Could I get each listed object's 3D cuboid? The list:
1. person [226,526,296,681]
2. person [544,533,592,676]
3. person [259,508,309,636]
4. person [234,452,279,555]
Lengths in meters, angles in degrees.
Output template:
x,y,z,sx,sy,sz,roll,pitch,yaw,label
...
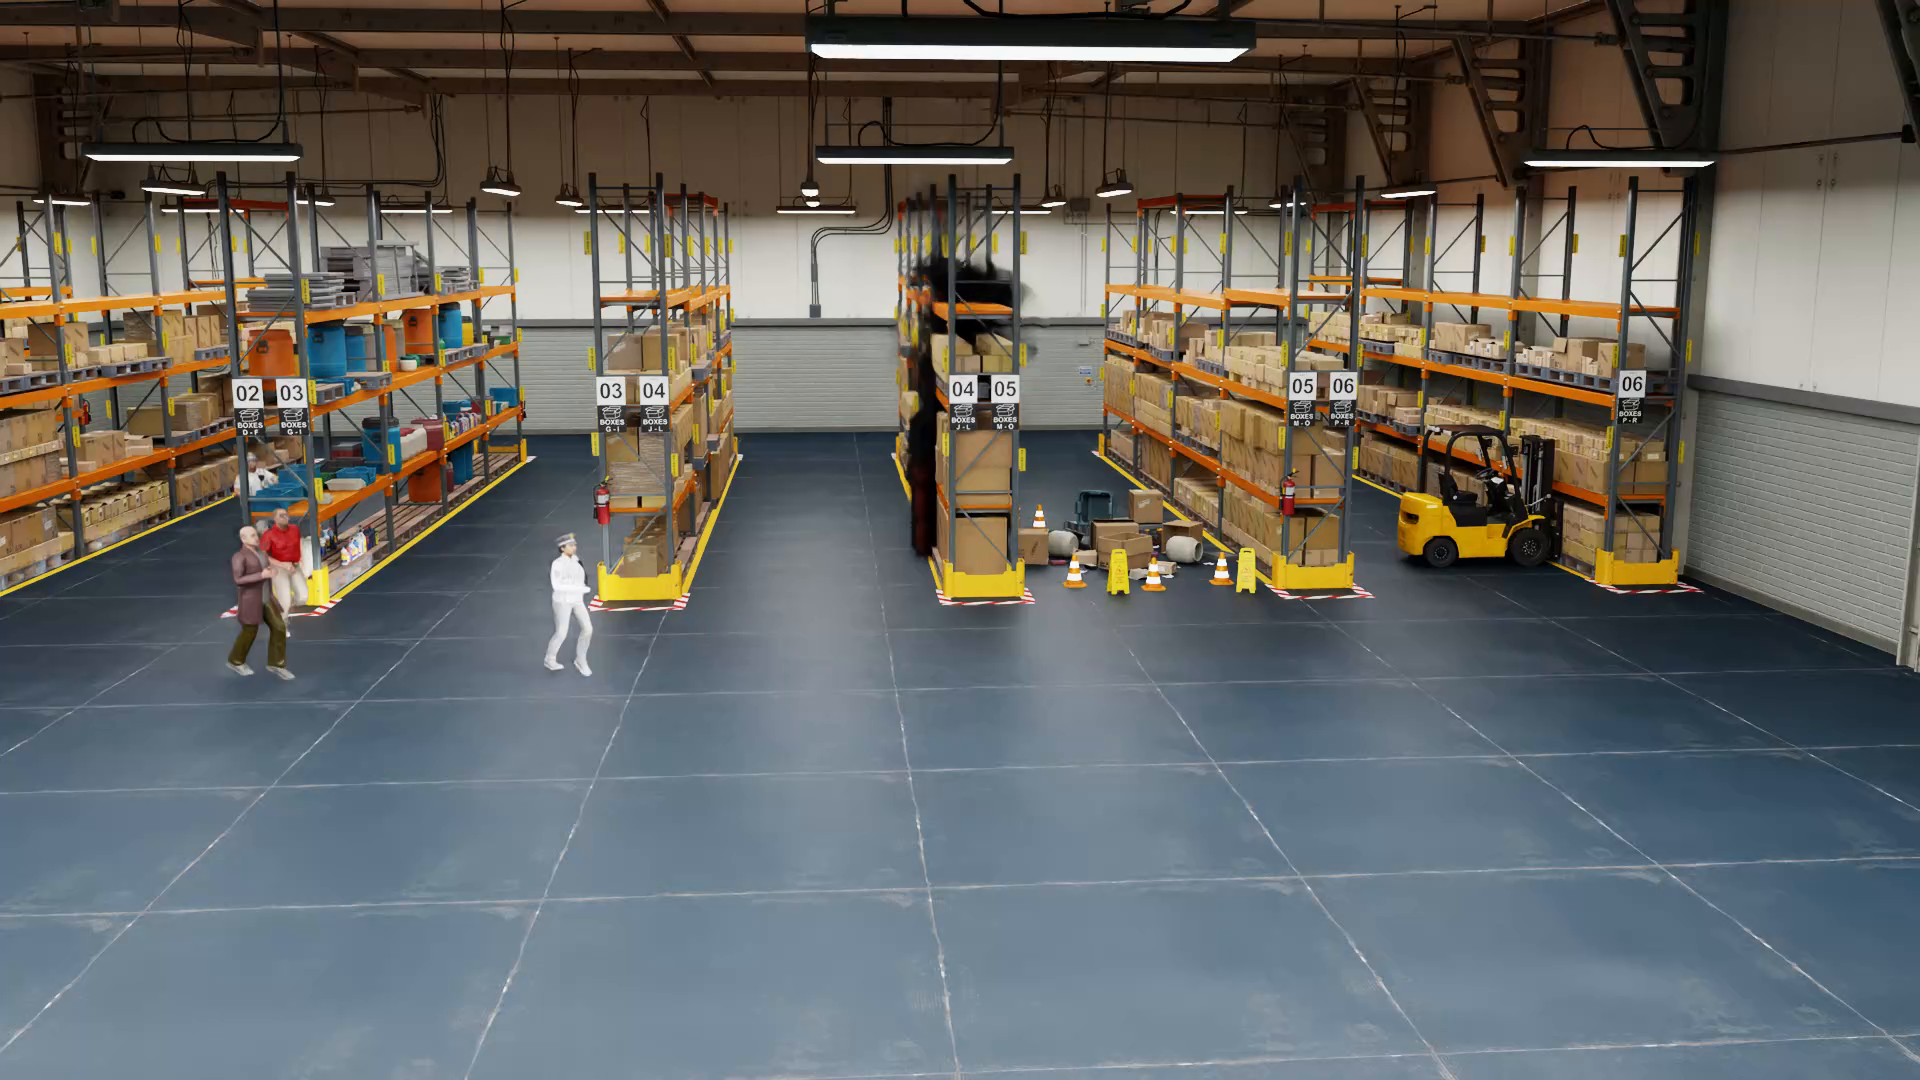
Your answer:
x,y,z,sx,sy,sz,roll,pitch,yaw,label
-8.192,0.736,19.311,0.831,1.815,0.685,3,11,18,person
-4.587,0.779,19.556,0.711,1.759,0.632,5,11,27,person
-8.724,0.411,21.566,0.660,1.686,0.700,6,12,32,person
-11.275,-0.515,26.596,0.645,1.789,0.651,-1,10,-8,person
